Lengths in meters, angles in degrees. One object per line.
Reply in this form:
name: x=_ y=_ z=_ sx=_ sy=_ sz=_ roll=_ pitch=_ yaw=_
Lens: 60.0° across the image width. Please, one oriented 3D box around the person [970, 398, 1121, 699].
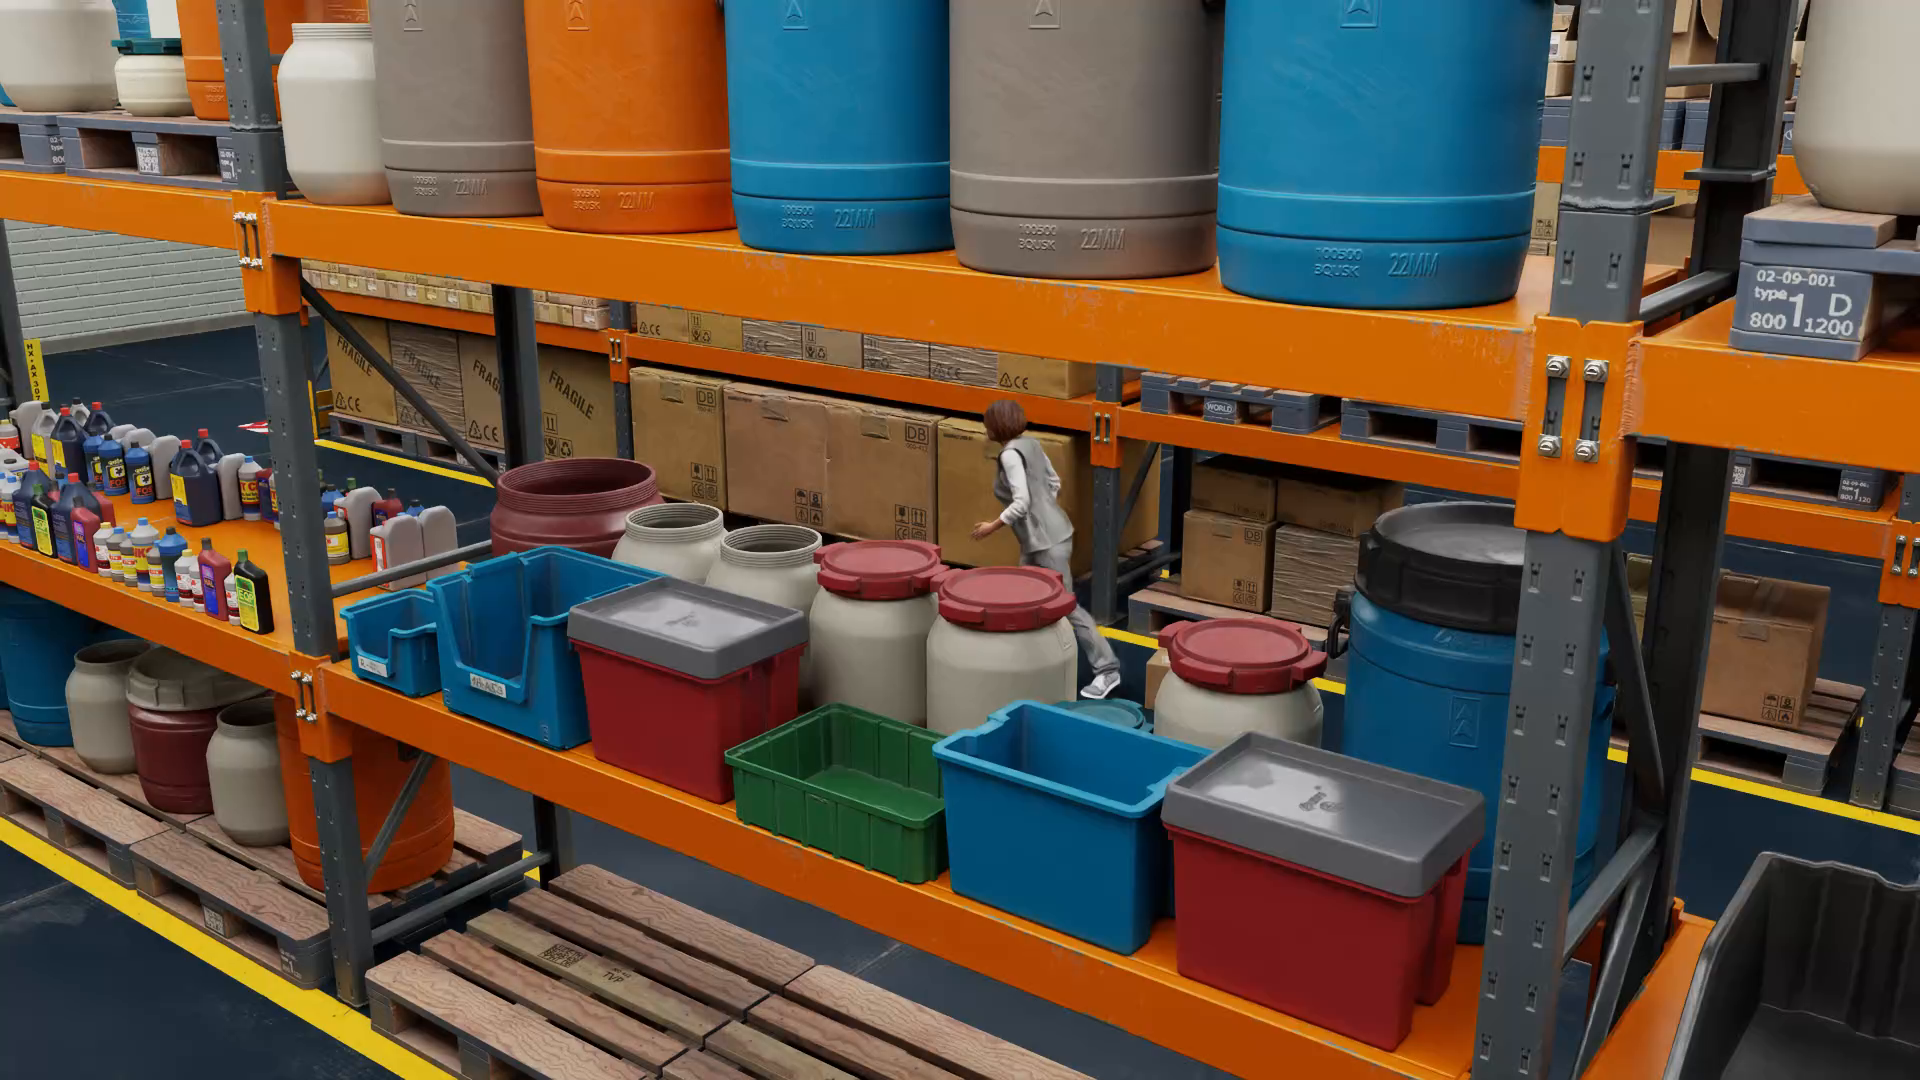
person: x=0.452 y=0.041 z=8.559 sx=0.794 sy=1.517 sz=0.569 roll=2 pitch=17 yaw=7
